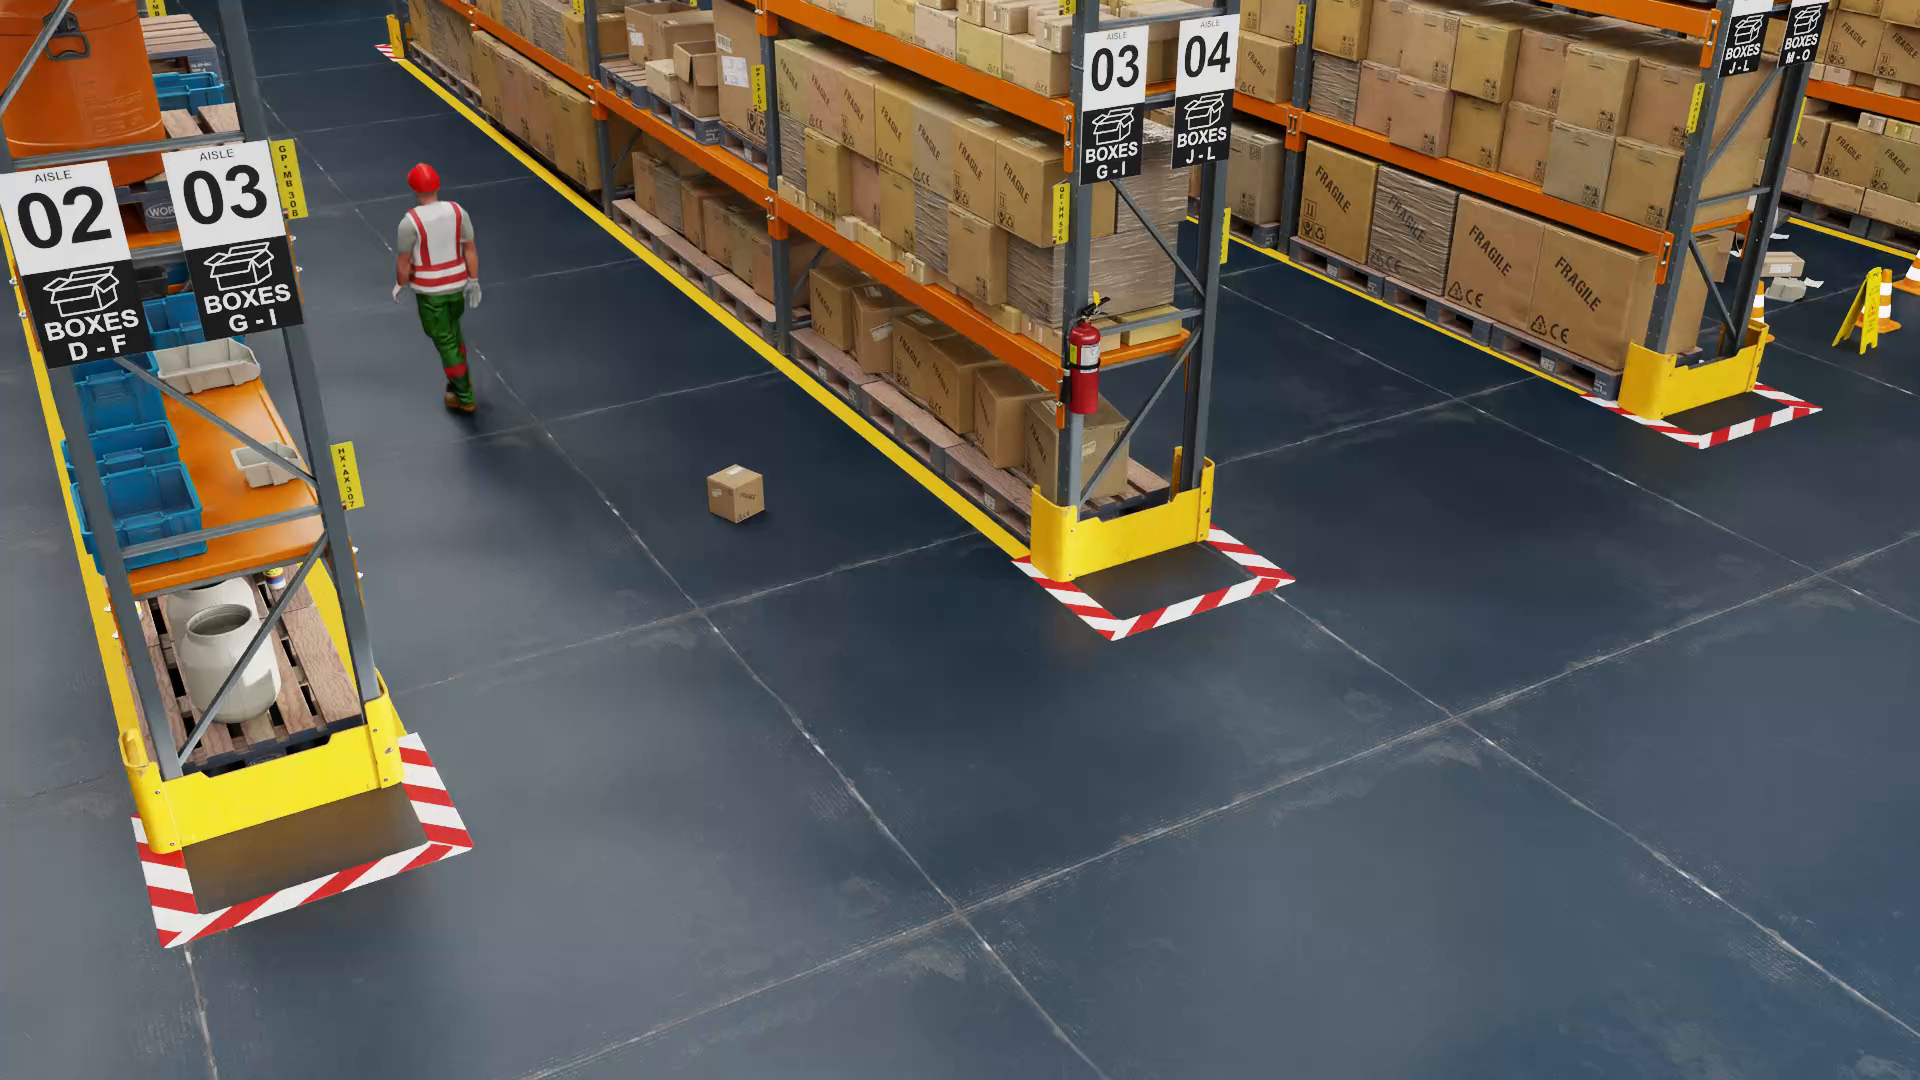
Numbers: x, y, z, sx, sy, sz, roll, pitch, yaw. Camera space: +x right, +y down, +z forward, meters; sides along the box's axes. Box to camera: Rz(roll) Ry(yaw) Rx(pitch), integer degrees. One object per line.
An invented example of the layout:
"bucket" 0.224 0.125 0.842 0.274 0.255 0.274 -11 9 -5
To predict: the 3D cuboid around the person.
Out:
"person" -3.730 -1.780 11.808 0.621 1.847 0.535 24 37 37
